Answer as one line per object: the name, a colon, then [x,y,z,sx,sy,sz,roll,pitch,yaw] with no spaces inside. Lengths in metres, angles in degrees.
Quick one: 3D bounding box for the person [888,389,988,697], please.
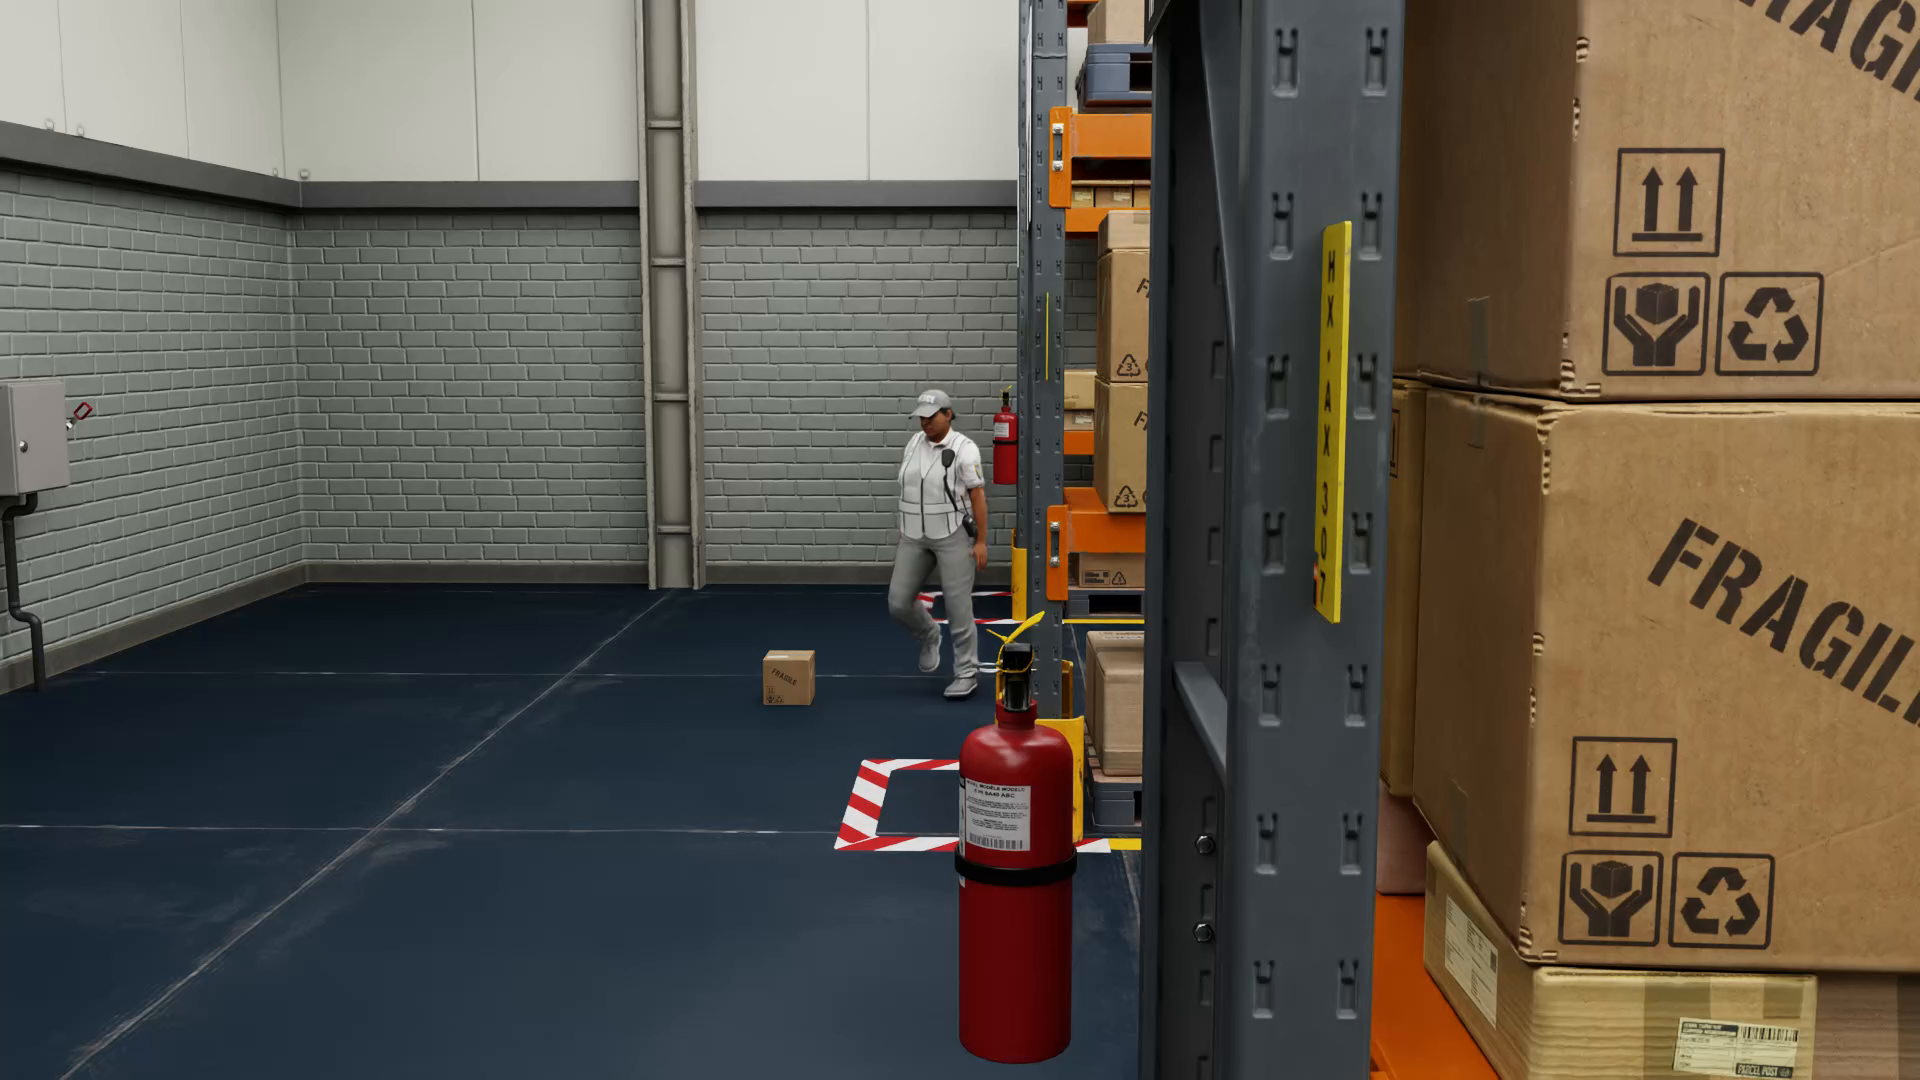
person: [-0.085,-0.002,9.155,0.533,1.661,0.524,4,8,26]
